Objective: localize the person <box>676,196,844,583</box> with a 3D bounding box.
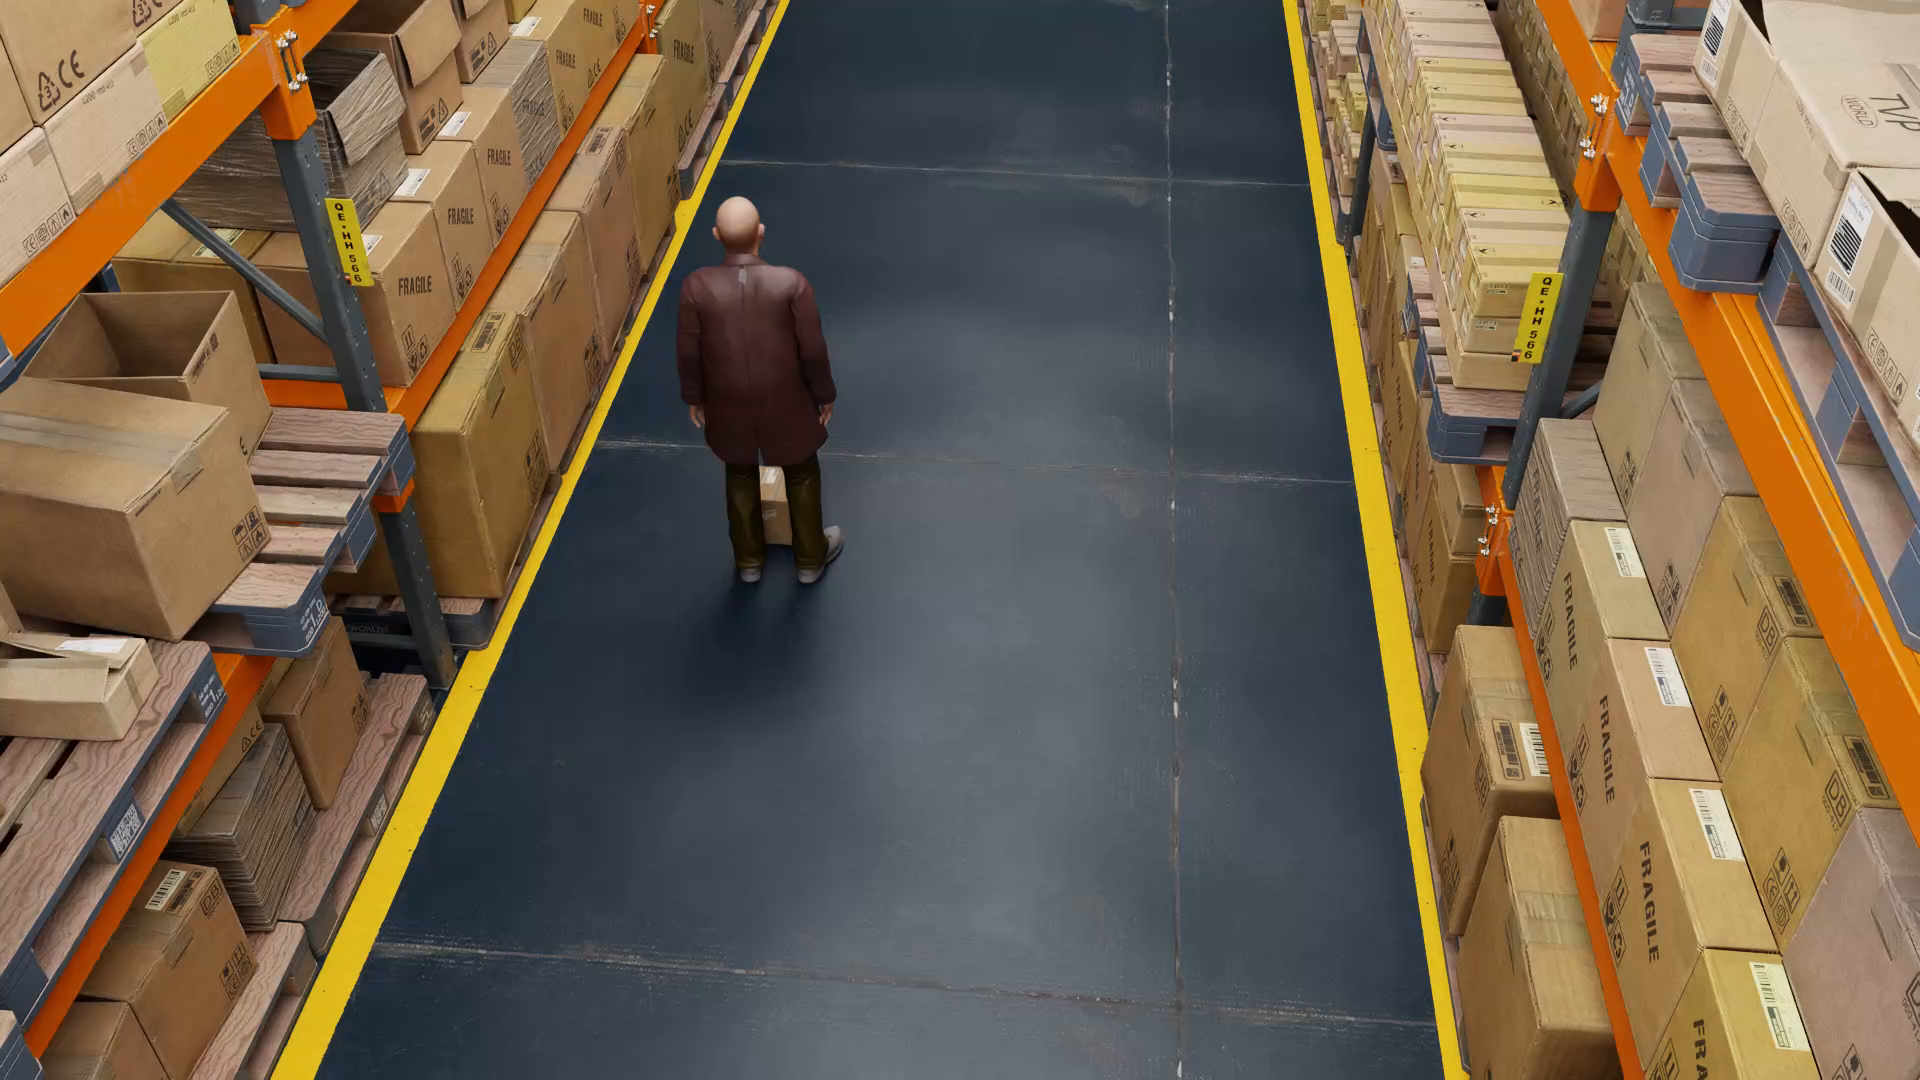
[{"bbox_3d":[-0.831,-0.585,6.878,0.645,1.772,0.429,1,40,1],"label":"person"}]
